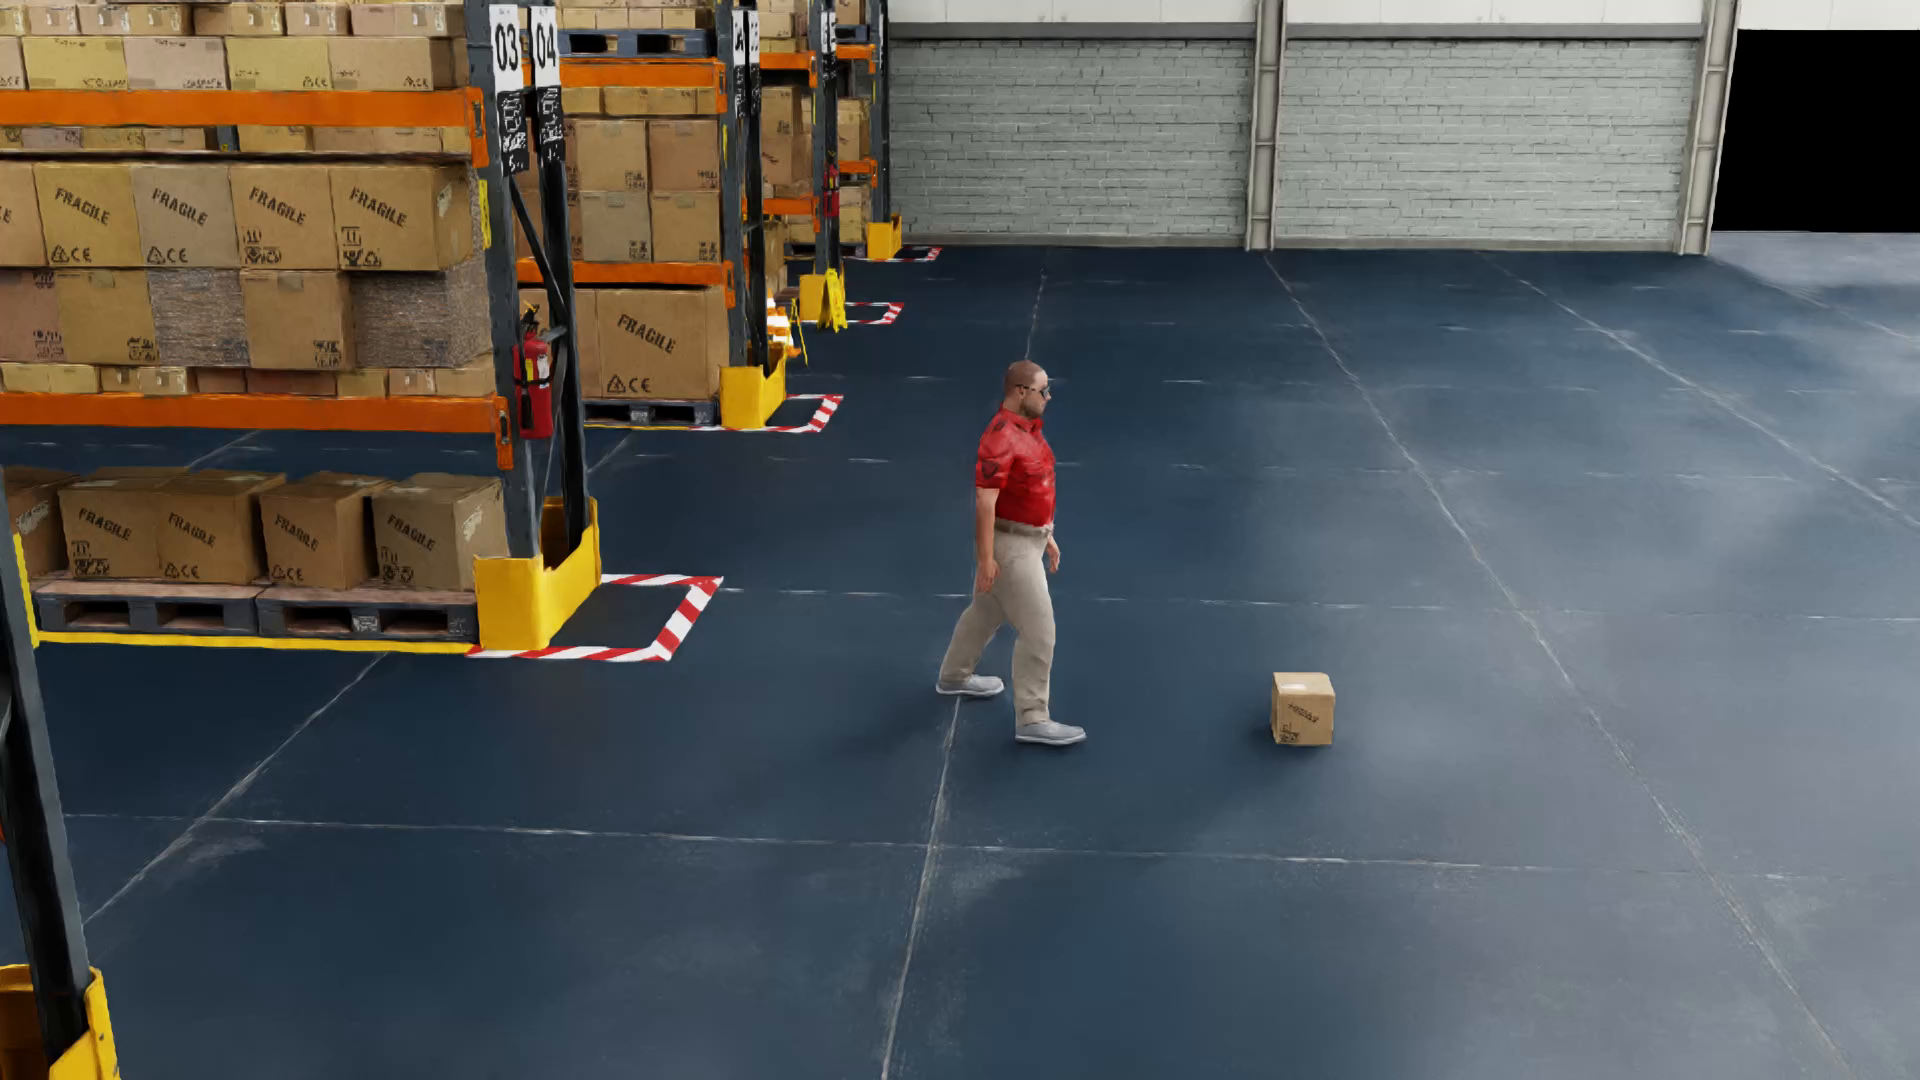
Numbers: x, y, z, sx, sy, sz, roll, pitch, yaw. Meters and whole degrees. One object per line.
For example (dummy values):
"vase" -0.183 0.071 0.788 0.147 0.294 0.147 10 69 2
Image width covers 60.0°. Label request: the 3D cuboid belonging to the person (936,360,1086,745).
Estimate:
"person" 0.240 0.027 7.531 0.792 1.683 0.616 4 18 13
